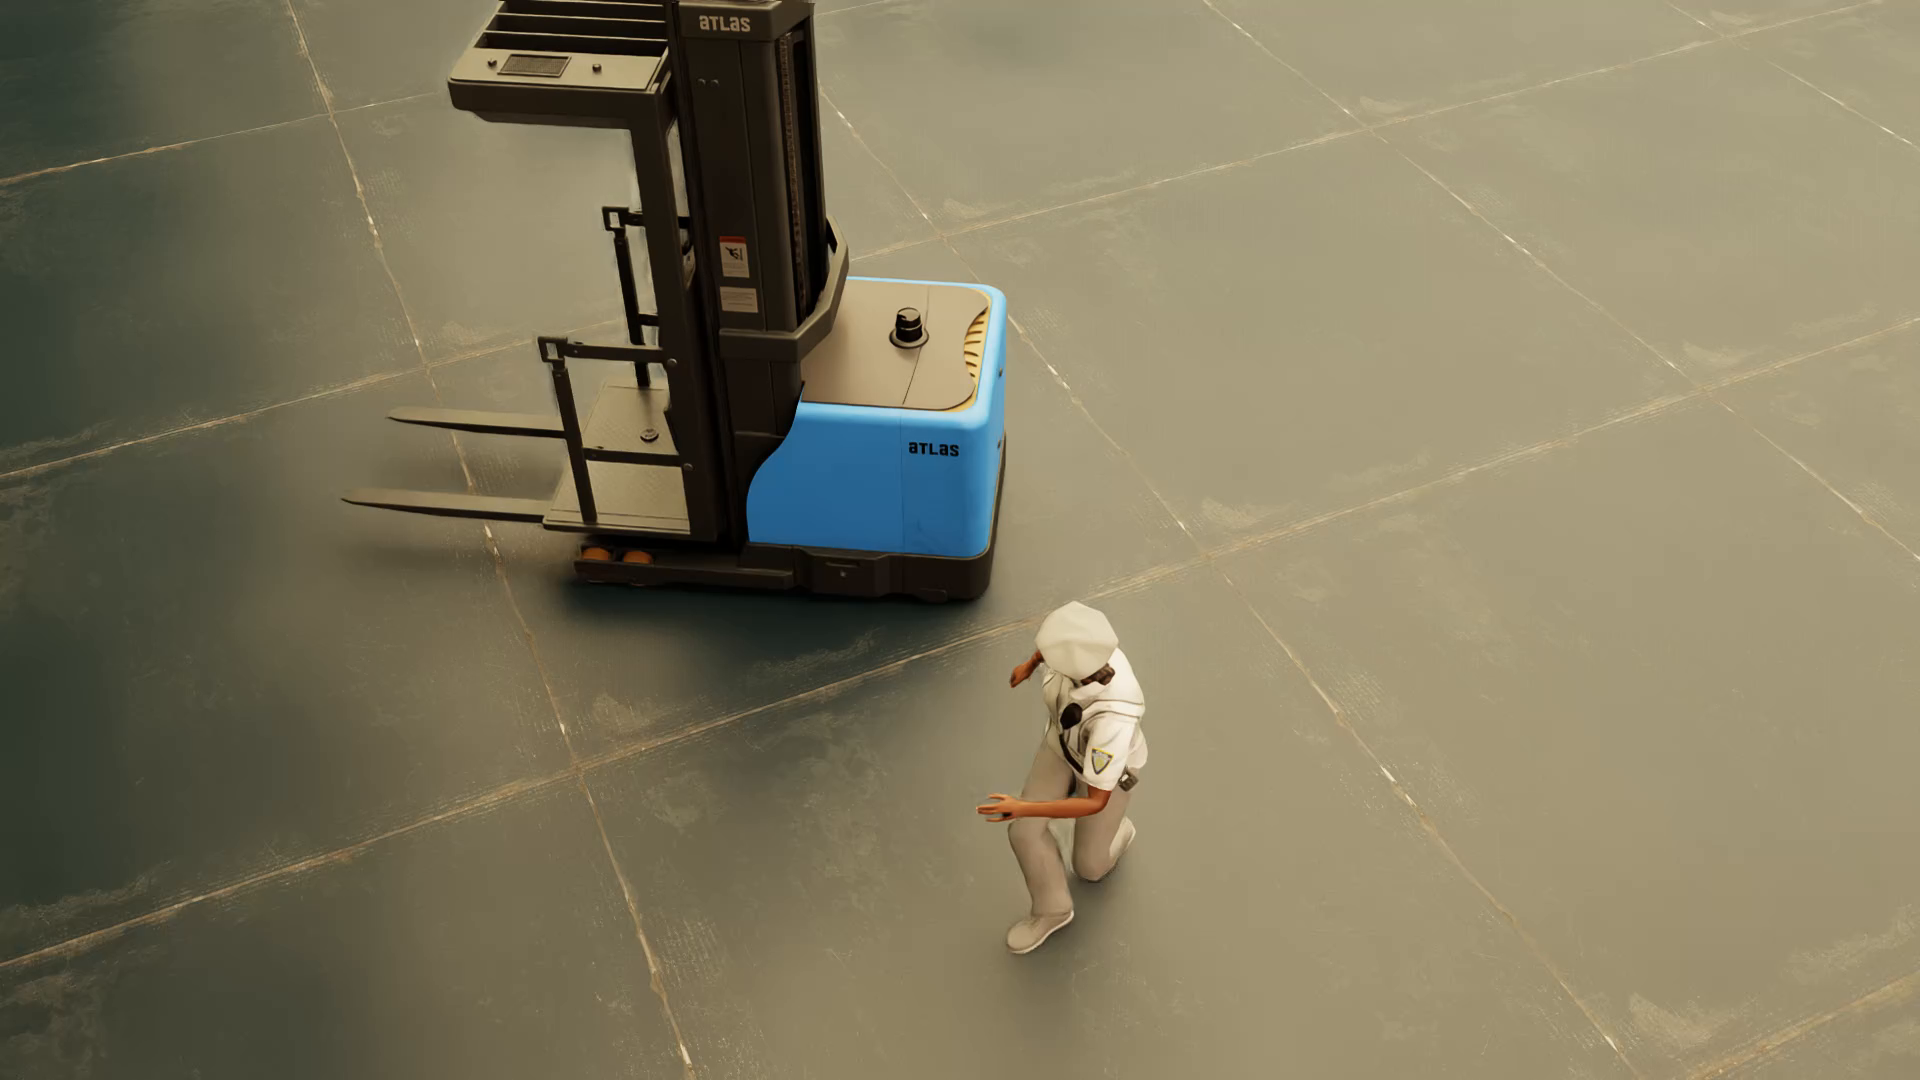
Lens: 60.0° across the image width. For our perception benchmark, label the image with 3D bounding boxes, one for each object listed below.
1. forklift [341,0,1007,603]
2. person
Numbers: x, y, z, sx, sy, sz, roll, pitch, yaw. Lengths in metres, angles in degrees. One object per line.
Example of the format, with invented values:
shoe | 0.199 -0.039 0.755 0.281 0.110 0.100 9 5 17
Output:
forklift | -1.329 -1.215 6.983 3.031 2.935 1.130 4 43 4
person | 0.305 0.773 5.882 0.805 1.555 0.785 -26 49 -26
